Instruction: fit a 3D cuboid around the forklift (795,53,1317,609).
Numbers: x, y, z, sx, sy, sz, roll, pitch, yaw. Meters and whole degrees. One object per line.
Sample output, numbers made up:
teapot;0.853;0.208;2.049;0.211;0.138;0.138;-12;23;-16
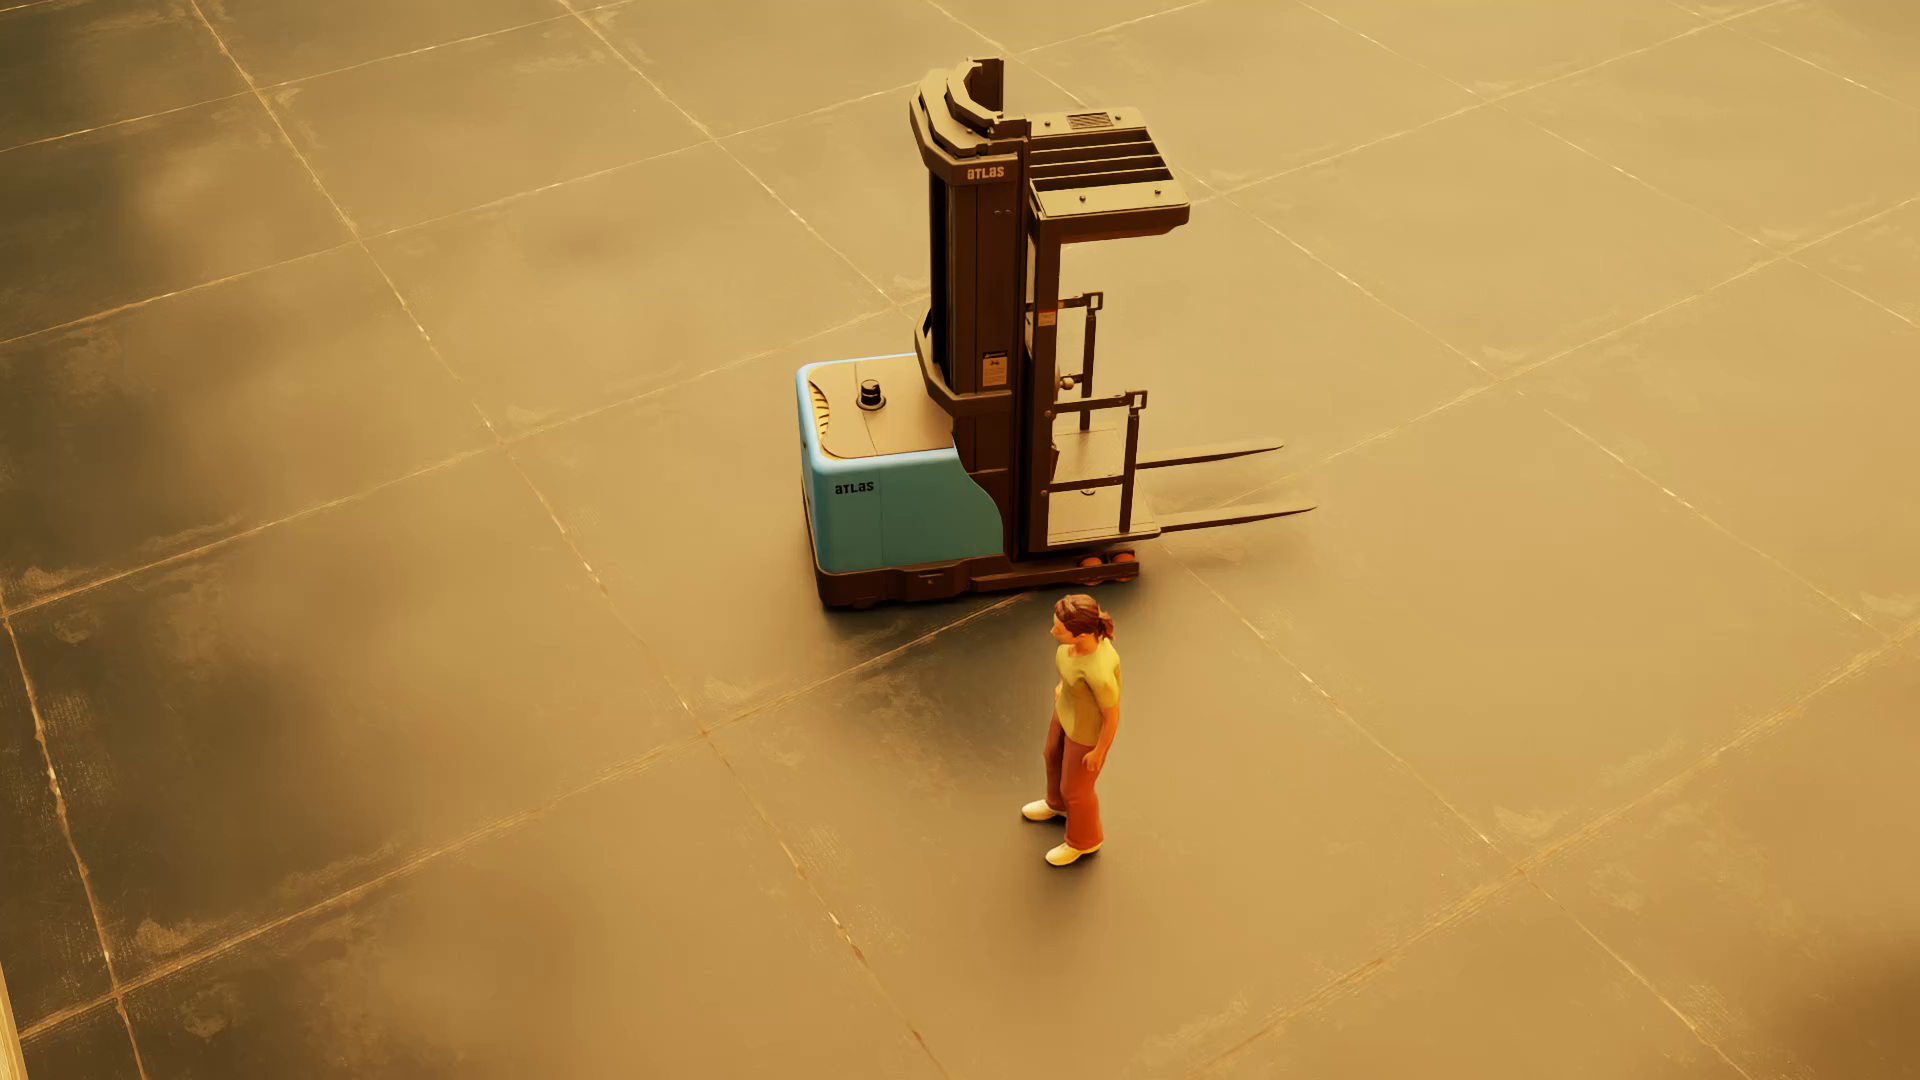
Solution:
forklift;0.600;-1.175;9.216;3.031;2.935;1.130;-7;42;-8

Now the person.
person;0.548;0.866;7.838;0.370;1.671;0.517;-11;42;-12
